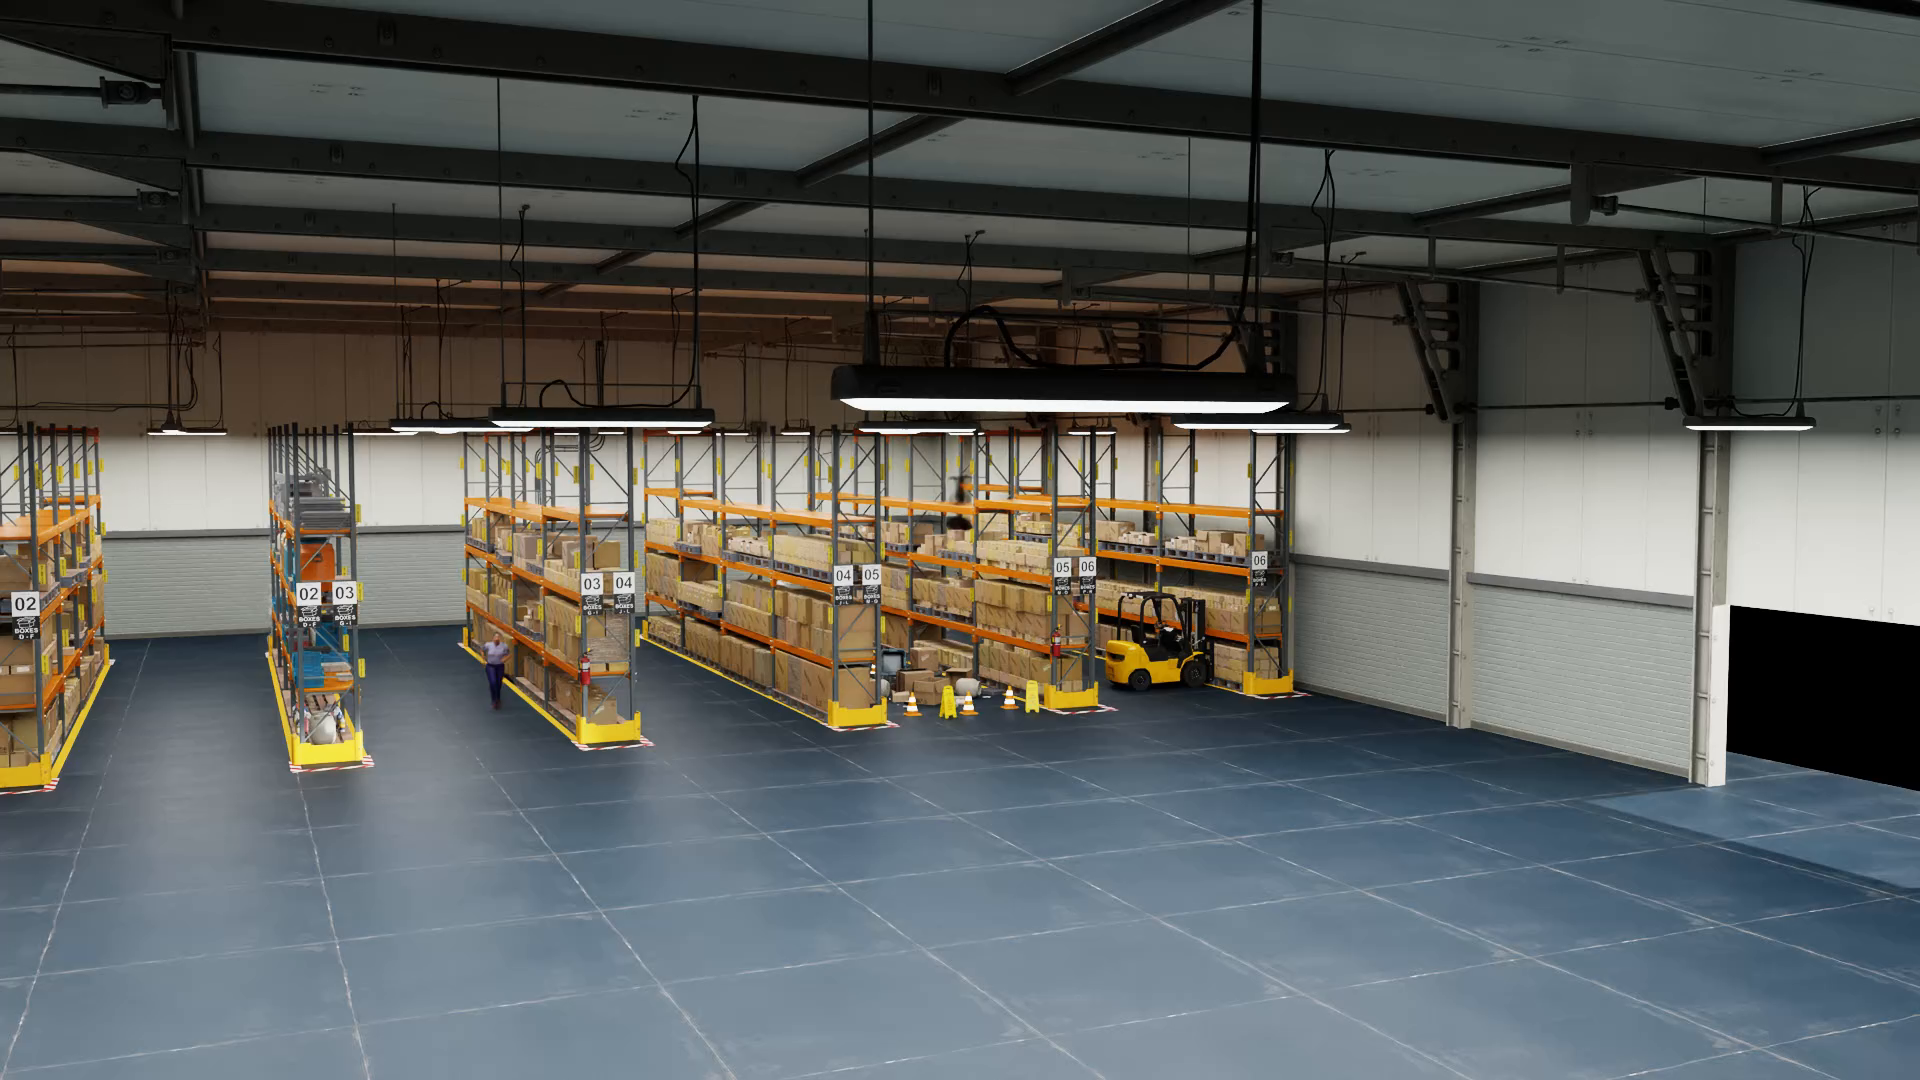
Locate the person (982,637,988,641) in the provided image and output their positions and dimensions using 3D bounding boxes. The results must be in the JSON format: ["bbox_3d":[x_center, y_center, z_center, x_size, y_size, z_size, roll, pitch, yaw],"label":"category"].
[{"bbox_3d":[0.795,2.133,44.078,0.671,1.783,0.884,-2,4,-27],"label":"person"}]

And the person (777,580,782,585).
[{"bbox_3d":[-5.643,1.804,50.792,0.661,1.617,0.586,-3,4,-36],"label":"person"}]

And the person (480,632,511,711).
[{"bbox_3d":[-9.875,2.762,35.367,0.619,1.670,0.844,-2,4,-25],"label":"person"}]
